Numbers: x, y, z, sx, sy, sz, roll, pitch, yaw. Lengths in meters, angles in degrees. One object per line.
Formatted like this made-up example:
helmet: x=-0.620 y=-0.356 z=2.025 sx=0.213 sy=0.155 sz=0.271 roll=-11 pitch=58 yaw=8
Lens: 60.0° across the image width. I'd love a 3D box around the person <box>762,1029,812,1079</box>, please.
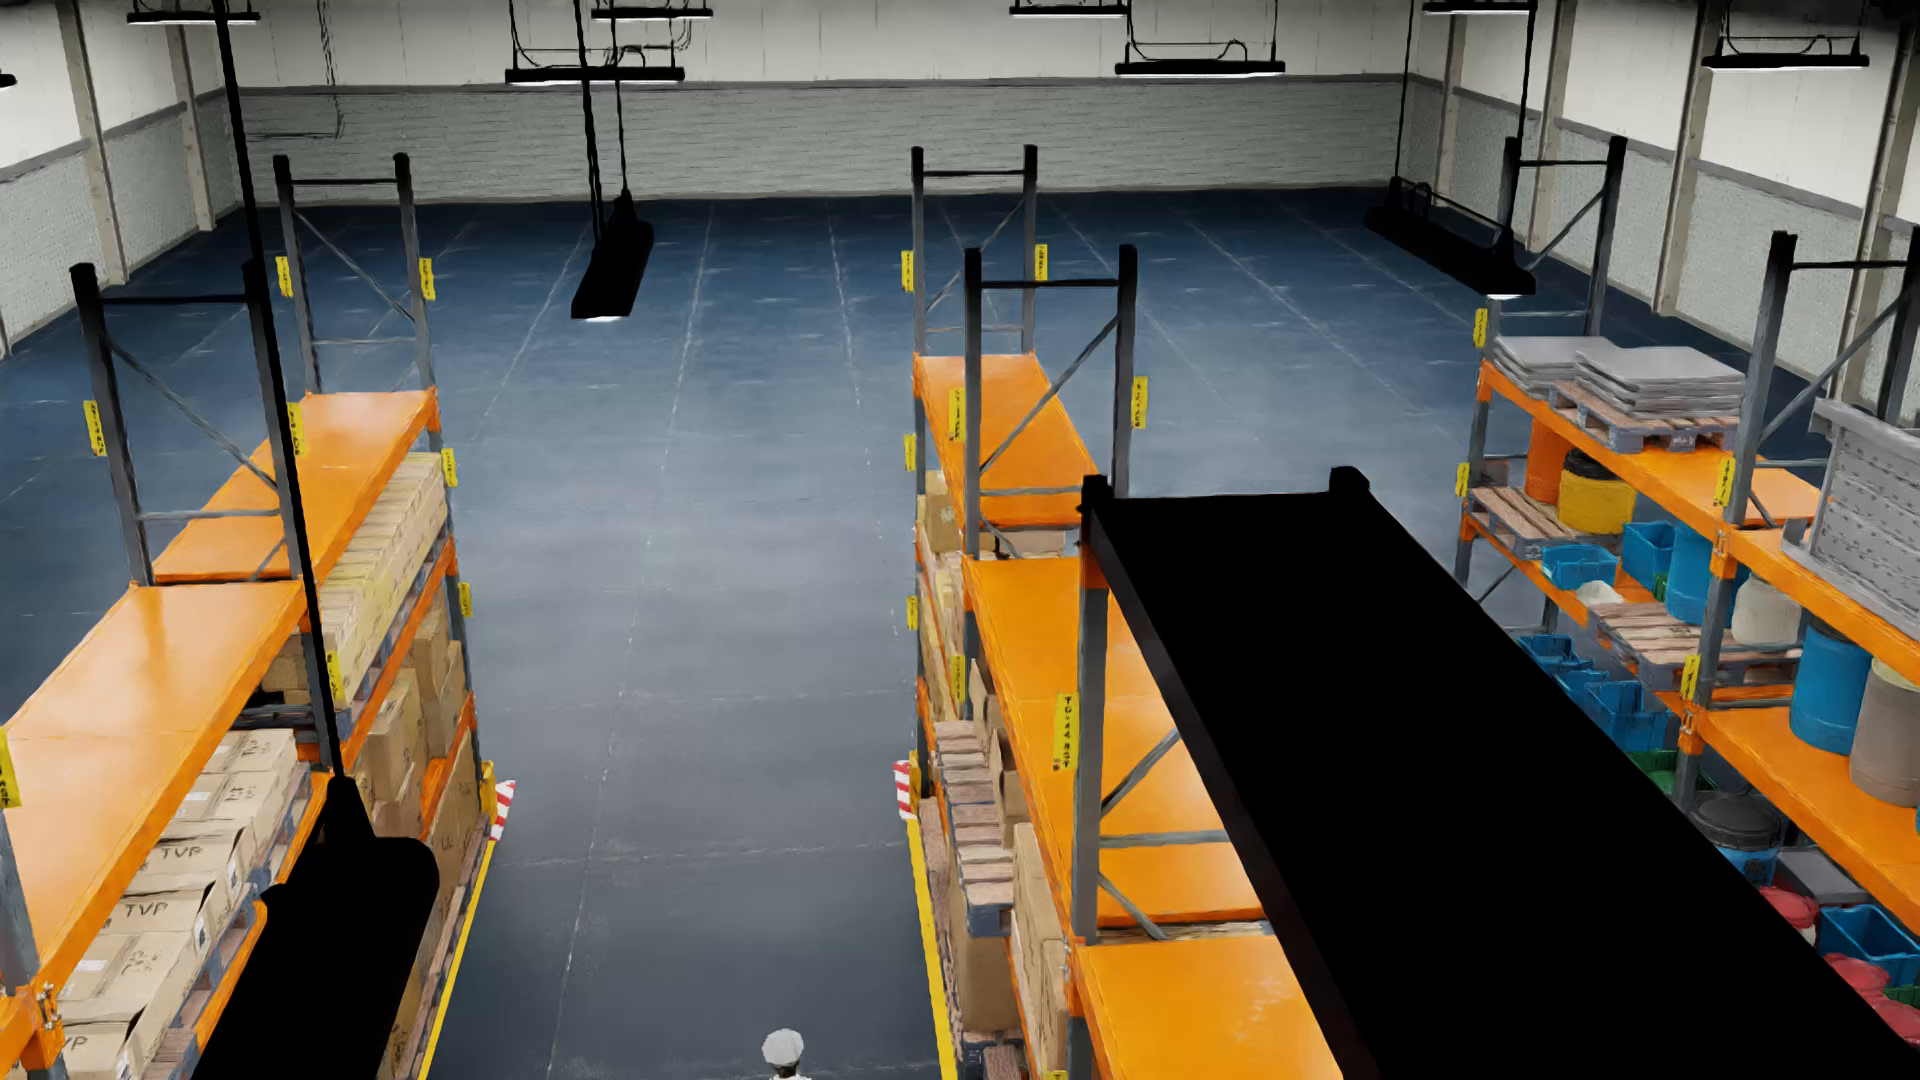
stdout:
person: x=-1.030 y=3.708 z=10.059 sx=0.457 sy=1.586 sz=1.075 roll=-1 pitch=22 yaw=-3
